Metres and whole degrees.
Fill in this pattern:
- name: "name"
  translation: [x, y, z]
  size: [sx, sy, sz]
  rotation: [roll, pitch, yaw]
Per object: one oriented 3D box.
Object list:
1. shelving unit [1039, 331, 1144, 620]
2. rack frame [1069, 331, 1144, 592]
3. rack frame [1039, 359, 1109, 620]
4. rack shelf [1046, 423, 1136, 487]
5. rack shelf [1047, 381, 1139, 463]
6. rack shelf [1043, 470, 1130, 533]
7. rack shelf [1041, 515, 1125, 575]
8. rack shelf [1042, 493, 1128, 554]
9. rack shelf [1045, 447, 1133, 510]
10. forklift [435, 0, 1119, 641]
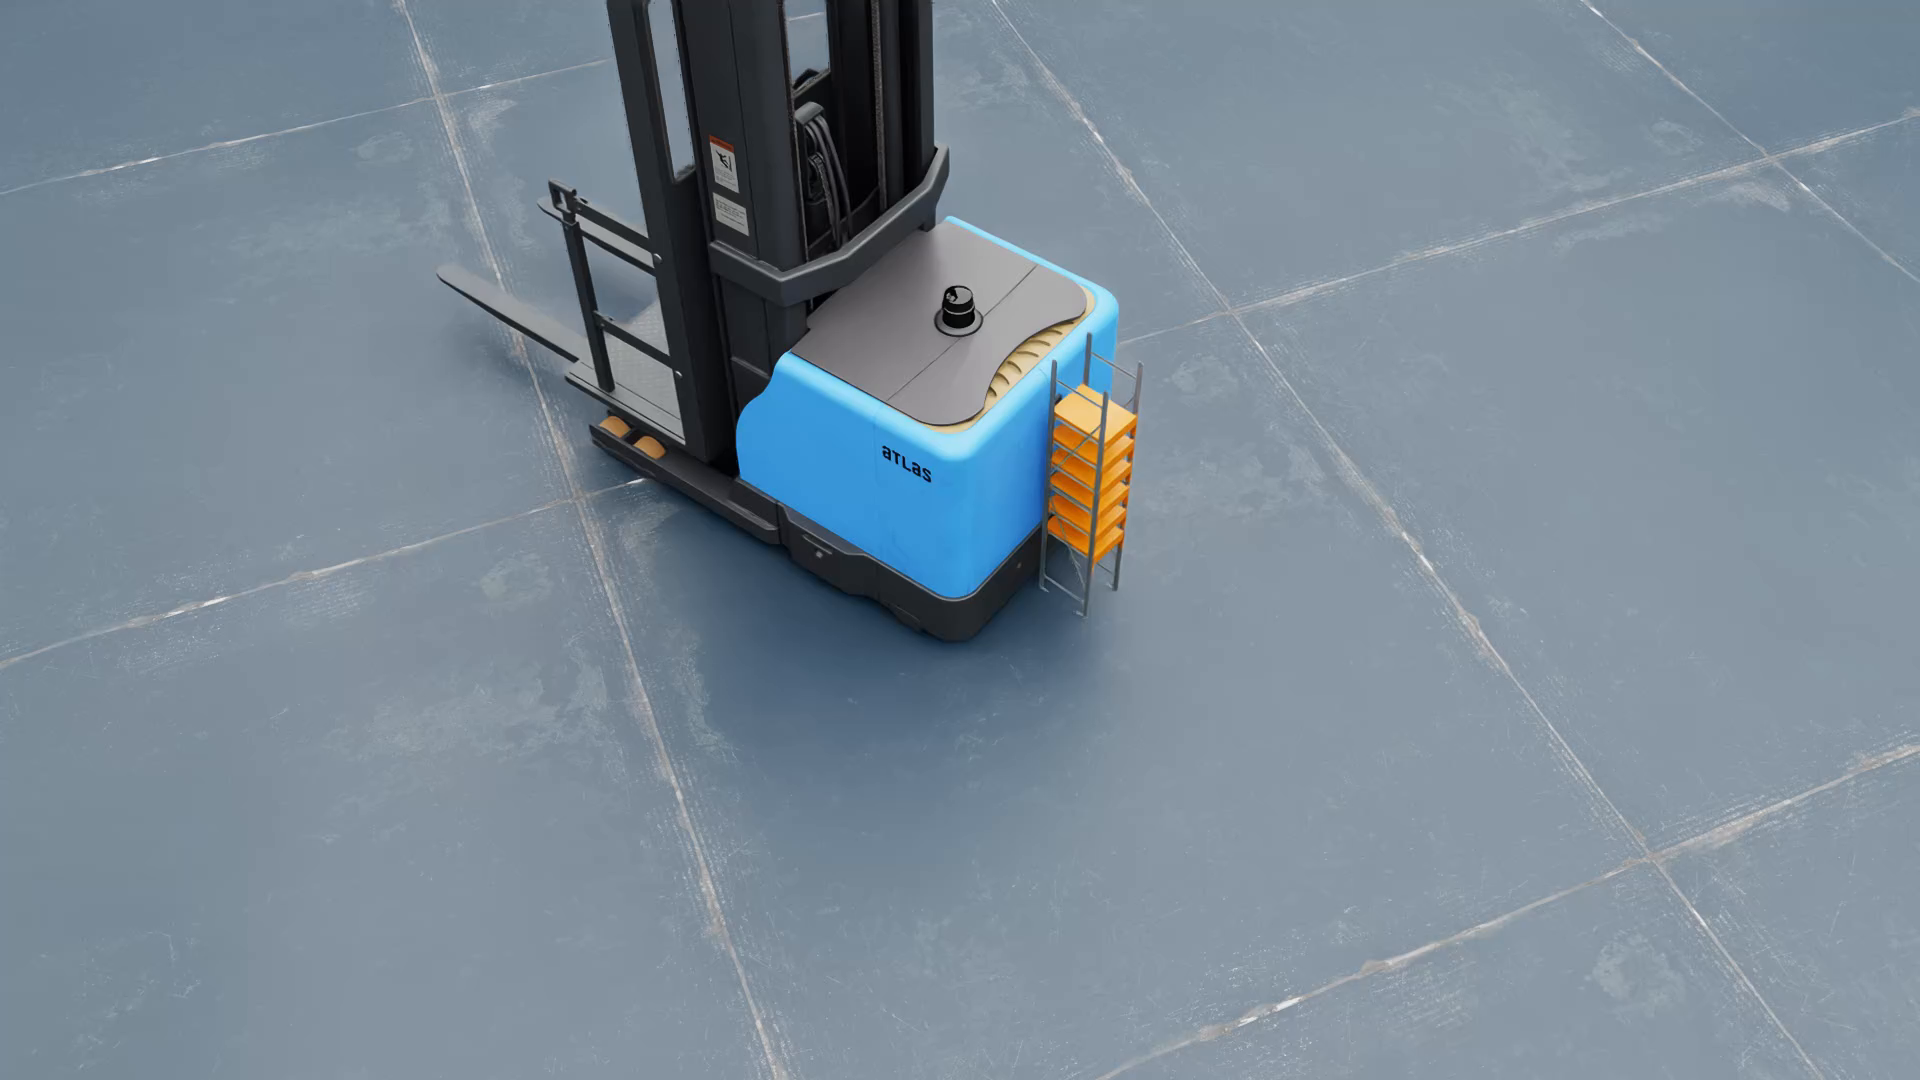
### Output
- name: "shelving unit"
  translation: [0.457, -0.201, 5.972]
  size: [0.258, 1.200, 0.189]
  rotation: [35, 58, 26]
- name: "rack frame"
  translation: [0.518, -0.253, 6.017]
  size: [0.240, 1.200, 0.006]
  rotation: [35, 58, 26]
- name: "rack frame"
  translation: [0.395, -0.150, 5.928]
  size: [0.240, 1.200, 0.006]
  rotation: [35, 58, 26]
- name: "rack shelf"
  translation: [0.457, -0.329, 5.824]
  size: [0.258, 0.103, 0.180]
  rotation: [35, 58, 26]
- name: "rack shelf"
  translation: [0.457, -0.407, 5.733]
  size: [0.258, 0.103, 0.180]
  rotation: [35, 58, 26]
- name: "rack shelf"
  translation: [0.457, -0.172, 6.006]
  size: [0.258, 0.103, 0.180]
  rotation: [35, 58, 26]
- name: "rack shelf"
  translation: [0.457, -0.016, 6.188]
  size: [0.258, 0.103, 0.180]
  rotation: [35, 58, 26]
- name: "rack shelf"
  translation: [0.457, -0.094, 6.097]
  size: [0.258, 0.103, 0.180]
  rotation: [35, 58, 26]
- name: "rack shelf"
  translation: [0.457, -0.250, 5.915]
  size: [0.258, 0.103, 0.180]
  rotation: [35, 58, 26]
- name: "forklift"
  translation: [-0.899, -1.506, 5.952]
  size: [3.031, 2.935, 1.130]
  rotation: [30, 56, 23]
